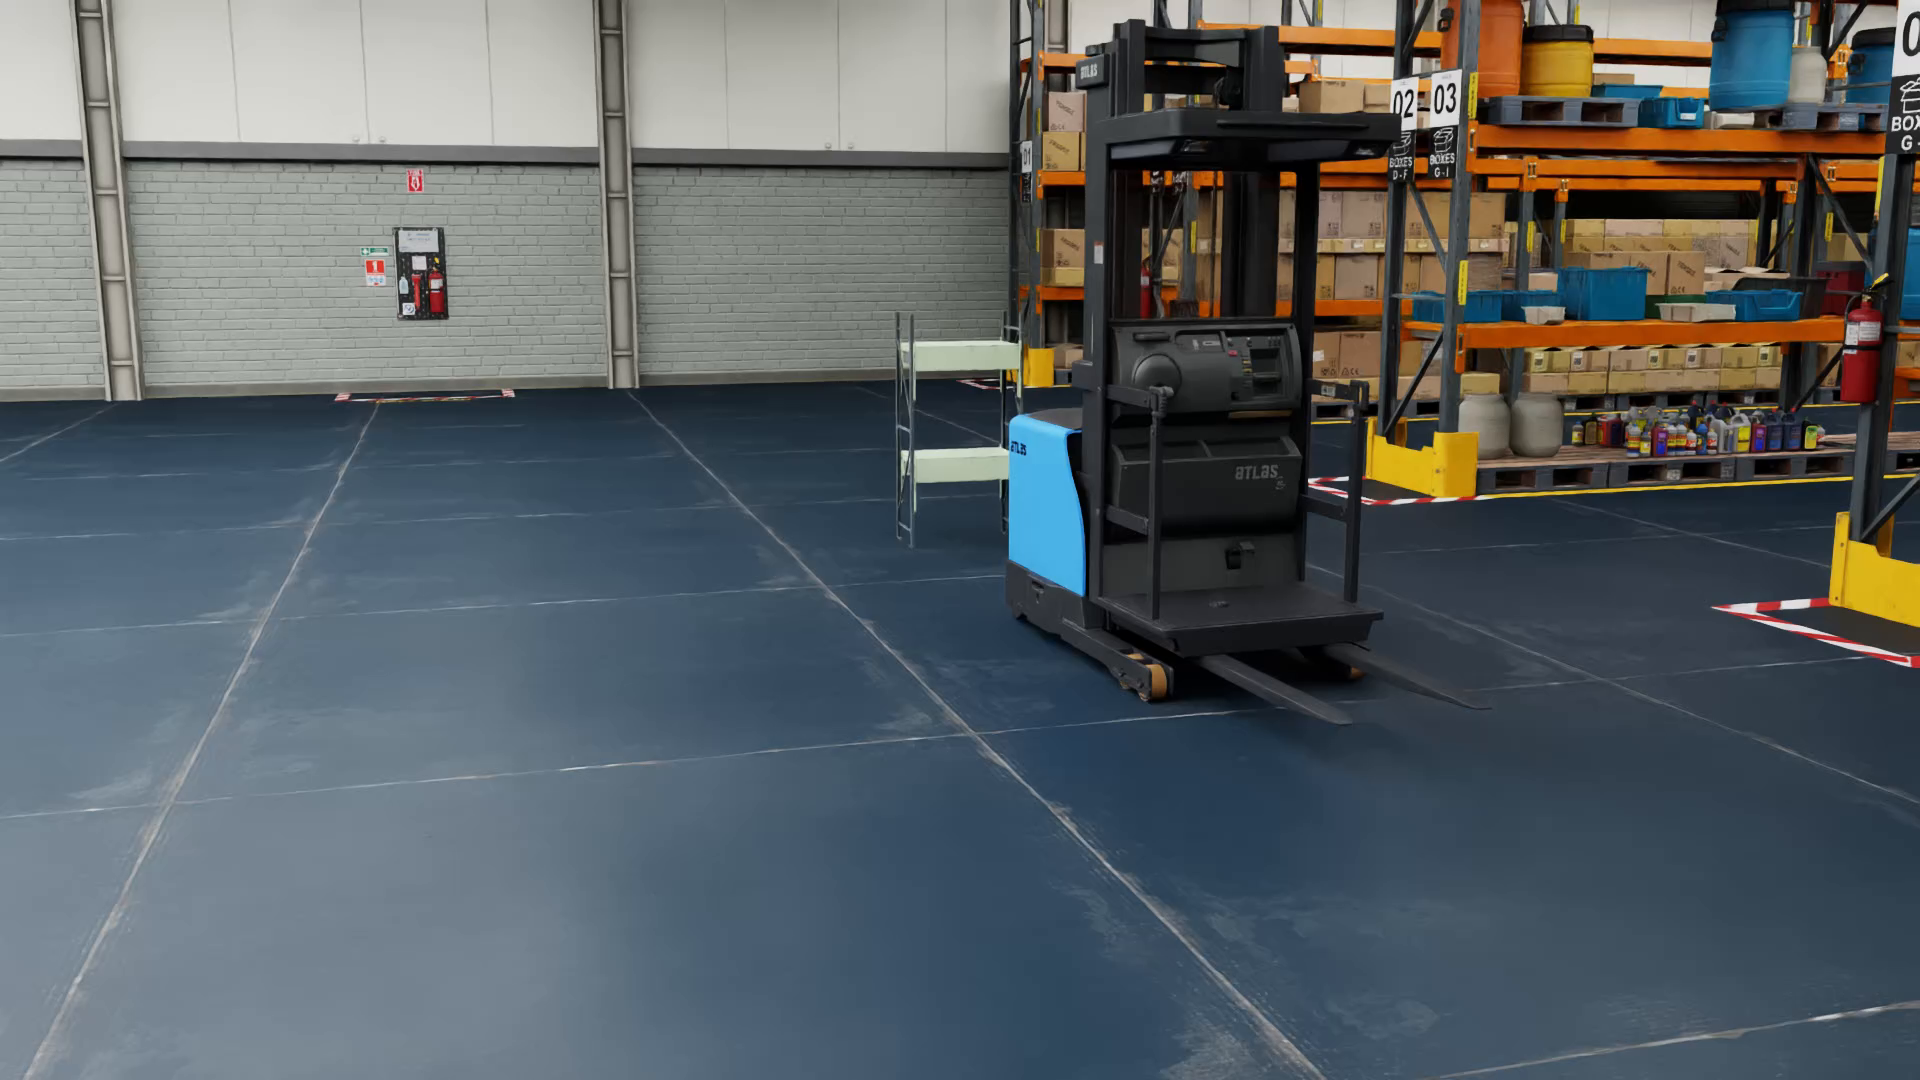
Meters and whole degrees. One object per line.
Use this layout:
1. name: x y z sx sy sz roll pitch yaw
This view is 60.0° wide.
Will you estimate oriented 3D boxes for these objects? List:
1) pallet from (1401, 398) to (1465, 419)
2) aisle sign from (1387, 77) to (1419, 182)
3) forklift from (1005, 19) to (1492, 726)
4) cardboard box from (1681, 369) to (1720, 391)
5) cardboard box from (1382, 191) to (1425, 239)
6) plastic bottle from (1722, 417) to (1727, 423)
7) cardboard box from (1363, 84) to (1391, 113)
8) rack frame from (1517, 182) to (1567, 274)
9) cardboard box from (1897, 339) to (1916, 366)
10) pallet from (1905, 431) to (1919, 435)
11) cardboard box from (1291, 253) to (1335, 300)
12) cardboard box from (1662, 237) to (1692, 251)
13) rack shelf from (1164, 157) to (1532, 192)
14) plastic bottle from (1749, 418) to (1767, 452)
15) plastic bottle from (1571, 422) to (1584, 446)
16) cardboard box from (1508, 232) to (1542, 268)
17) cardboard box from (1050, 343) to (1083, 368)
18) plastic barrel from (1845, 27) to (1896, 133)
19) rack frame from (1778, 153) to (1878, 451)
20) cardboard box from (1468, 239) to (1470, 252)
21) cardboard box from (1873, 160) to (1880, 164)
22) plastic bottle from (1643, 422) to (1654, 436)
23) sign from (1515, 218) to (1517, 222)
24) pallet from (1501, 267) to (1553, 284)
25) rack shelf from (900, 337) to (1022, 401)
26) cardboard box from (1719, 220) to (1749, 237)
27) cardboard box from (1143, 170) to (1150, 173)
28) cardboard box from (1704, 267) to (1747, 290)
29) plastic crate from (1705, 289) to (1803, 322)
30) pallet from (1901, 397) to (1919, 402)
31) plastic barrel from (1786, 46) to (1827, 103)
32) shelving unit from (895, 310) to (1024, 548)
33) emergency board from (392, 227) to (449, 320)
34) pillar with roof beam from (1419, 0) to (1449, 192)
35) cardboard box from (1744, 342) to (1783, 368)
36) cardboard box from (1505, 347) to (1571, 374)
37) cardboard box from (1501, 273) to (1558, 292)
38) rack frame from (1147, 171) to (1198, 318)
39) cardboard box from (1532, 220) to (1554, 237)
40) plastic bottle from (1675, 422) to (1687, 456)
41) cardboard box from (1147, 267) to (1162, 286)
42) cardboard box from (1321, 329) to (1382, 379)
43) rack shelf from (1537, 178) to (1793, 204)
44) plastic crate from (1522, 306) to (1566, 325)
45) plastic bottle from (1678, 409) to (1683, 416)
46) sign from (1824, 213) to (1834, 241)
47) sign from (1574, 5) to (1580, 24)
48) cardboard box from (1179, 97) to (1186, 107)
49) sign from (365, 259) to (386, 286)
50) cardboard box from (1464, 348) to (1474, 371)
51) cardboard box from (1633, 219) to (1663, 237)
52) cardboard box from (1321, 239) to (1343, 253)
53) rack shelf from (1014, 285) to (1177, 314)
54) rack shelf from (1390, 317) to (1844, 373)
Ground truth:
1. pallet: 5.319 -1.556 18.913 1.213 0.211 1.003 -3 11 -16
2. aisle sign: 3.483 -3.223 13.087 0.004 0.787 0.394 -3 11 -16
3. forklift: 1.212 -0.822 7.415 1.130 2.935 3.031 -4 11 -19
4. cardboard box: 8.520 -1.896 19.494 0.500 0.250 0.500 -3 11 -15
5. cardboard box: 4.704 -3.572 18.308 0.500 0.500 0.700 -3 11 -16
6. plastic bottle: 6.390 -0.887 13.866 0.133 0.283 0.061 -3 11 -16
7. cardboard box: 4.478 -4.700 18.174 0.637 0.503 0.797 -2 11 -10
8. rack frame: 8.547 -4.023 24.615 0.127 3.000 1.000 -3 11 -16
9. cardboard box: 11.436 -2.175 20.263 0.500 0.500 0.500 -3 11 -17
10. pallet: 9.392 -0.836 15.005 1.213 0.211 1.003 -3 11 -16
11. cardboard box: 3.687 -2.879 18.127 0.500 0.500 0.700 -3 11 -16
12. cardboard box: 10.565 -4.286 24.890 0.500 0.500 0.500 -3 11 -14
13. rack shelf: 4.174 -3.980 18.083 4.000 0.370 1.077 -3 11 -16
14. plastic bottle: 6.608 -0.871 13.781 0.133 0.283 0.061 -2 11 -12
15. plastic bottle: 5.276 -0.905 14.194 0.097 0.201 0.097 0 10 0
16. cardboard box: 8.098 -4.263 24.428 0.500 0.500 0.700 -4 11 -23
17. cardboard box: 1.555 -2.532 22.725 0.500 0.311 0.500 -4 11 -22
18. plastic barrel: 7.903 -3.884 14.189 0.708 0.901 0.600 -3 11 -16
19. rack frame: 7.475 -2.099 14.161 0.127 3.000 1.000 -3 11 -16
20. cardboard box: 5.405 -3.251 18.354 0.250 0.149 0.380 -3 11 -18
21. cardboard box: 10.834 -4.740 19.950 0.500 0.500 0.910 -3 11 -16
22. plastic bottle: 5.892 -0.911 14.222 0.097 0.201 0.097 0 10 0
23. sign: 8.389 -4.689 25.034 0.005 0.325 0.100 -3 11 -16
24. pallet: 7.892 -3.874 24.336 1.003 0.211 1.213 -3 11 -16
25. rack shelf: -0.006 -1.121 10.838 0.720 0.370 0.431 -3 11 -16
26. cardboard box: 11.517 -4.707 25.108 0.500 0.250 0.500 -3 11 -15
27. cardboard box: 2.280 -5.174 22.250 0.500 0.500 0.500 -2 11 -13
28. cardboard box: 9.022 -3.107 19.884 0.500 0.311 0.500 -3 11 -17
29. plastic crate: 6.489 -1.922 13.614 0.616 0.251 0.499 -3 11 -16
30. pallet: 11.832 -1.883 20.692 1.213 0.211 1.003 -3 11 -16
31. plastic barrel: 7.007 -3.848 13.908 0.421 0.512 0.421 0 10 0
32. shelving unit: -0.006 -0.737 10.909 0.755 1.500 0.431 -3 11 -16
33. emergency board: -6.848 -3.382 21.133 0.643 1.169 0.194 -3 11 -16
34. pillar with roof beam: 8.260 -6.310 20.466 0.400 9.000 9.100 -3 11 -16
35. cardboard box: 9.501 -2.223 19.722 0.500 0.311 0.500 -3 11 -14
36. cardboard box: 6.561 -2.067 18.878 0.500 0.311 0.500 -3 11 -16
37. cardboard box: 6.555 -2.919 19.029 0.500 0.250 0.500 -2 11 -12
38. rack frame: 2.254 -2.757 17.740 0.127 3.000 1.000 -3 11 -16
39. cardboard box: 8.910 -4.665 24.879 0.500 0.250 0.500 -3 11 -14
40. plastic bottle: 5.888 -0.831 13.594 0.097 0.271 0.097 0 10 0
41. cardboard box: 2.408 -3.577 22.553 0.500 0.250 0.500 -3 11 -17
42. cardboard box: 4.272 -2.044 18.230 0.500 0.500 0.500 -3 11 -16
43. rack shelf: 10.467 -5.246 24.959 4.000 0.370 1.077 -3 11 -16
44. plastic crate: 4.584 -1.756 13.027 0.250 0.136 0.298 -3 11 -16
45. plastic bottle: 6.233 -1.000 14.479 0.133 0.283 0.061 -3 11 -13
46. sign: 10.093 -3.635 19.311 0.005 0.325 0.100 -3 11 -16
47. sign: 8.708 -7.378 23.471 0.005 0.325 0.100 -3 11 -16
48. cardboard box: 3.279 -5.716 22.435 0.500 0.500 0.500 -3 11 -18
49. sign: -7.408 -3.390 21.075 0.234 0.329 0.001 -3 11 -16
50. cardboard box: 5.562 -2.214 19.150 0.500 0.500 0.500 -3 11 -16
51. cardboard box: 10.050 -4.629 24.681 0.500 0.250 0.500 -3 11 -16
52. cardboard box: 3.927 -3.174 17.932 0.250 0.149 0.380 -3 11 -17
53. rack shelf: 2.786 -3.366 23.031 4.000 0.370 1.077 -3 11 -16
54. rack shelf: 5.555 -1.644 13.676 4.000 0.370 1.077 -3 11 -16
